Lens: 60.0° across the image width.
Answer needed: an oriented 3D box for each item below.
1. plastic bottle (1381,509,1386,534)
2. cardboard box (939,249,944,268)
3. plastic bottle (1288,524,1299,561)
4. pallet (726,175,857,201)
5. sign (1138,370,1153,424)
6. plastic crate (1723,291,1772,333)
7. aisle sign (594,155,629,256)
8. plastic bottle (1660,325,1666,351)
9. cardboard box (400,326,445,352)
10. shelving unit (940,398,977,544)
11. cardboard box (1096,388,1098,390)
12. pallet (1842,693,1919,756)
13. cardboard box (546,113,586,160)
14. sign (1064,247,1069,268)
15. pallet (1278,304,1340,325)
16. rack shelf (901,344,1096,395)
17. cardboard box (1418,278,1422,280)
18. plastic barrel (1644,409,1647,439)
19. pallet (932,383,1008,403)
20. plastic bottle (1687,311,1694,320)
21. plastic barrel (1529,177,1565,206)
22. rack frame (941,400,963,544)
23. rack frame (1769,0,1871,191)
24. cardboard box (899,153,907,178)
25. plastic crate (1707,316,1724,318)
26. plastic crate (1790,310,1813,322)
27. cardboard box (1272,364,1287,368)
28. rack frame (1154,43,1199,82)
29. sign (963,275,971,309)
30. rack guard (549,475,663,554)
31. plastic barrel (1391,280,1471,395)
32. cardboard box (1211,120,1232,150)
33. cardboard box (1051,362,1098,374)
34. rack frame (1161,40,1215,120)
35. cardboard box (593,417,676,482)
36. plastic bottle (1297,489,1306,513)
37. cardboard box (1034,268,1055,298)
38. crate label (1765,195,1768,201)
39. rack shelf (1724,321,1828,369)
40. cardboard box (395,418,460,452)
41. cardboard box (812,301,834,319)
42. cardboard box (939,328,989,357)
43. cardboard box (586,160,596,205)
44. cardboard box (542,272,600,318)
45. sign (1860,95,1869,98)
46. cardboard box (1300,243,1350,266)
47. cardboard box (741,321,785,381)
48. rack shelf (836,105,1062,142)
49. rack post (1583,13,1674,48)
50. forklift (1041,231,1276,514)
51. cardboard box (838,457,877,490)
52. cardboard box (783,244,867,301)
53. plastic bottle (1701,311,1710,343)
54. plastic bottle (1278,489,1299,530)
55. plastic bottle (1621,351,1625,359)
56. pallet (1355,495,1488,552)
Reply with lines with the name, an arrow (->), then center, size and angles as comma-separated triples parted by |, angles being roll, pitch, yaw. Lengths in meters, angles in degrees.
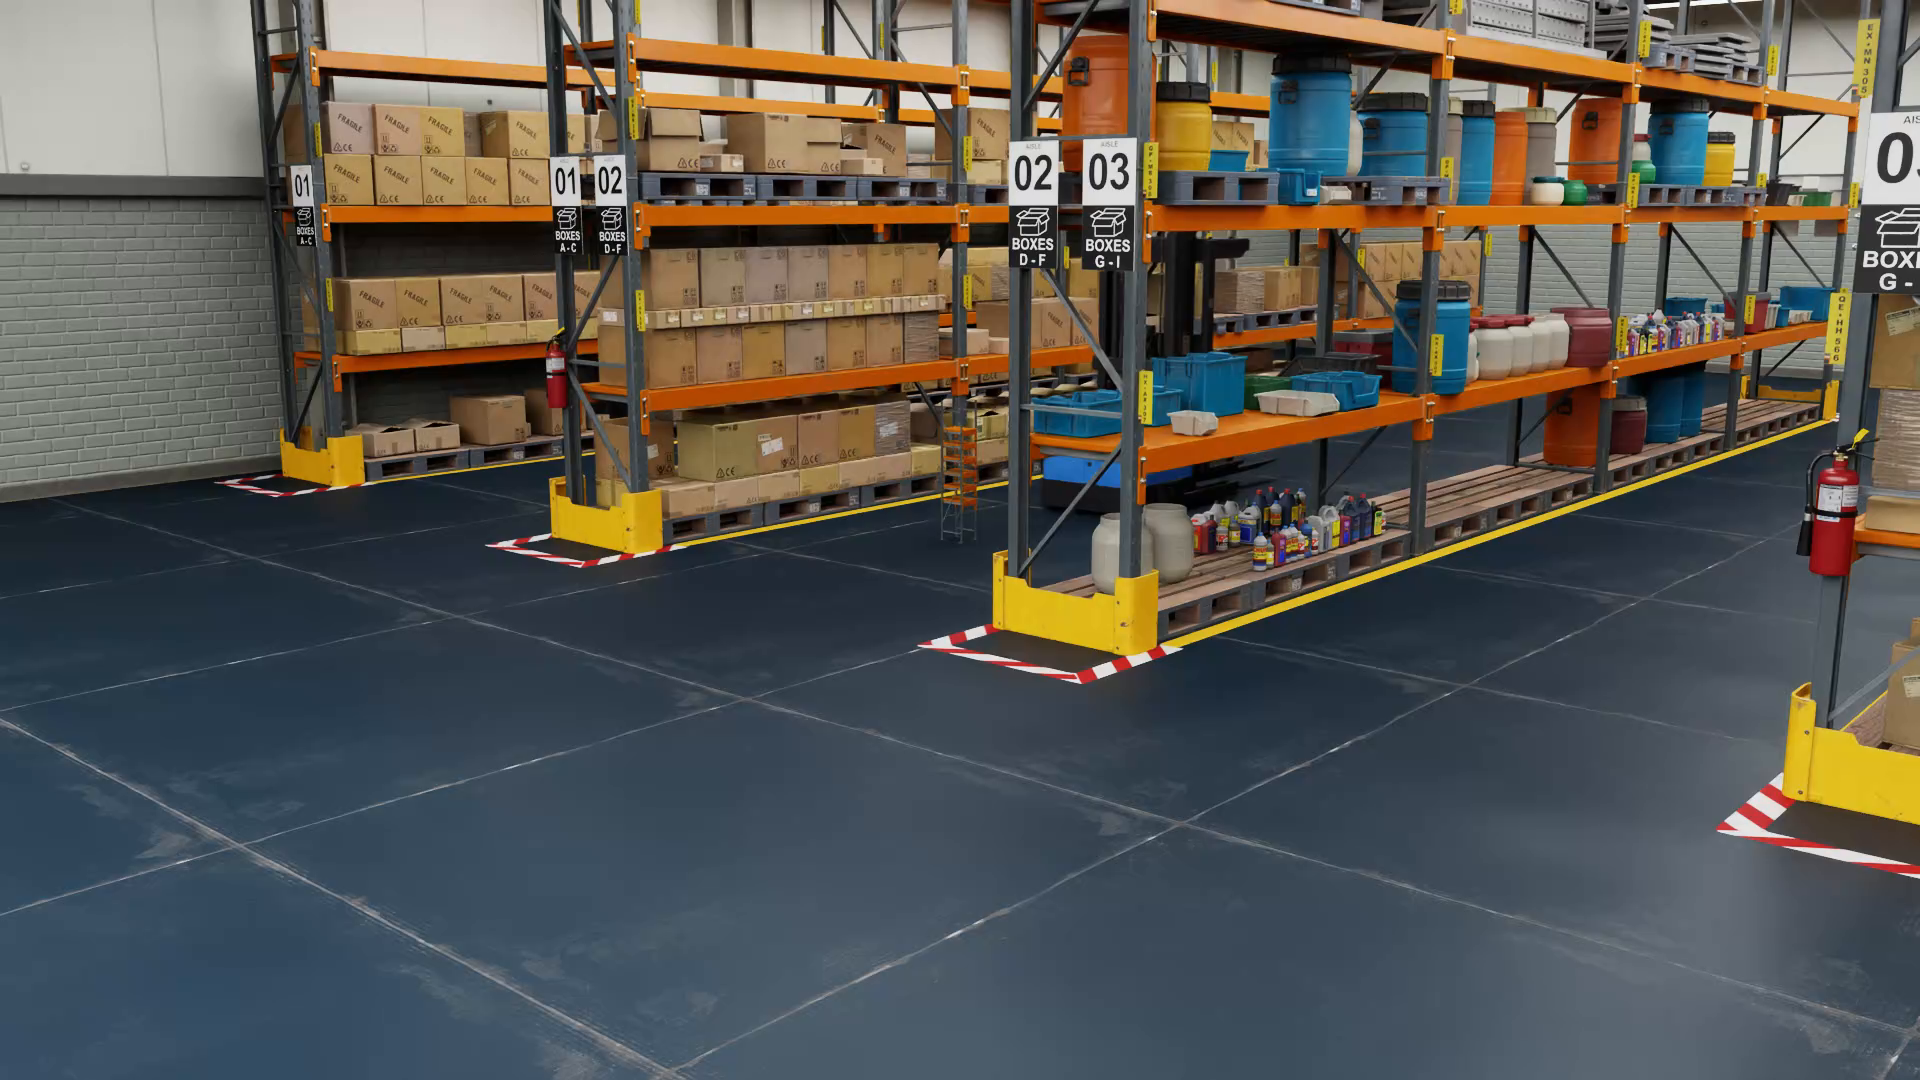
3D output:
plastic bottle -> 3.368, -0.154, 13.343 | 0.097, 0.201, 0.097 | 0, 11, 0
cardboard box -> -0.580, -3.958, 23.390 | 0.500, 0.250, 0.500 | 9, 15, 40
plastic bottle -> 2.456, 0.015, 12.319 | 0.097, 0.271, 0.097 | 0, 11, 0
pallet -> -1.694, -3.165, 14.966 | 1.003, 0.211, 1.213 | 10, 15, 40
sign -> 1.144, -0.879, 10.248 | 0.100, 0.325, 0.005 | 10, 15, 40
plastic crate -> 9.432, -2.741, 19.957 | 0.402, 0.464, 0.583 | 10, 15, 40
aisle sign -> -2.798, -2.682, 13.343 | 0.394, 0.787, 0.004 | 10, 15, 40
plastic bottle -> 7.402, -2.135, 17.568 | 0.097, 0.271, 0.097 | 0, 11, 0
cardboard box -> -5.816, -2.141, 17.606 | 0.500, 0.250, 0.500 | 9, 15, 39
shelving unit -> -0.010, -0.586, 14.083 | 0.258, 1.200, 0.189 | 10, 15, 40
cardboard box -> 1.797, -1.580, 18.978 | 0.500, 0.311, 0.500 | 9, 15, 39
pallet -> 5.067, 1.066, 8.333 | 1.003, 0.211, 1.213 | 10, 15, 40
cardboard box -> -4.551, -4.514, 18.633 | 0.500, 0.500, 0.500 | 11, 16, 43
sign -> 1.627, -4.322, 25.437 | 0.100, 0.325, 0.005 | 10, 15, 40
pallet -> 4.327, -3.024, 22.184 | 1.003, 0.211, 1.213 | 10, 15, 40
rack shelf -> 0.976, -1.986, 18.334 | 1.077, 0.370, 4.000 | 10, 15, 40
cardboard box -> 6.479, -3.535, 23.994 | 0.500, 0.500, 0.500 | 9, 15, 40
plastic barrel -> 7.375, -1.313, 18.407 | 0.421, 0.512, 0.421 | 0, 11, 0
pallet -> -0.045, -2.191, 24.640 | 1.003, 0.211, 1.213 | 10, 15, 40
plastic bottle -> 8.185, -2.398, 18.683 | 0.144, 0.351, 0.185 | 10, 15, 40
plastic barrel -> 5.350, -3.178, 15.160 | 0.301, 0.262, 0.301 | 0, 11, 0
rack frame -> -0.070, -0.573, 14.016 | 0.240, 1.200, 0.006 | 10, 15, 40
rack frame -> 11.295, -6.111, 21.833 | 1.000, 3.000, 0.127 | 10, 15, 40
cardboard box -> -1.157, -5.086, 22.982 | 0.700, 0.500, 0.500 | 8, 14, 36
plastic crate -> 9.192, -2.675, 20.494 | 0.437, 0.125, 0.590 | 10, 15, 40
plastic crate -> 10.893, -2.926, 21.723 | 0.396, 0.136, 0.243 | 10, 15, 40
cardboard box -> 4.090, -2.092, 22.286 | 0.500, 0.500, 0.500 | 10, 15, 41
rack frame -> 2.296, -5.575, 19.149 | 1.000, 3.000, 0.127 | 10, 15, 40
sign -> 0.073, -2.437, 16.340 | 0.100, 0.325, 0.005 | 10, 15, 40
rack guard -> -3.001, -0.227, 14.071 | 1.175, 0.500, 0.348 | 10, 15, 40
plastic barrel -> 3.856, -1.667, 13.621 | 0.600, 0.901, 0.708 | 10, 15, 40
cardboard box -> 2.925, -4.782, 20.028 | 0.500, 0.500, 0.500 | 10, 15, 40
cardboard box -> 1.783, -2.939, 26.575 | 0.700, 0.500, 0.500 | 10, 15, 41
rack frame -> 3.853, -7.392, 28.246 | 1.000, 3.000, 0.127 | 10, 15, 40
cardboard box -> -2.855, -0.799, 14.586 | 0.500, 0.500, 0.500 | 10, 15, 40
plastic bottle -> 2.834, -0.291, 13.854 | 0.097, 0.271, 0.097 | 0, 11, 0
cardboard box -> 1.097, -3.966, 25.343 | 0.500, 0.500, 0.500 | 9, 15, 39
crate label -> 9.195, -3.957, 19.380 | 0.293, 0.136, 0.466 | 10, 15, 40
rack shelf -> 9.975, -2.522, 21.018 | 1.077, 0.370, 4.000 | 10, 15, 40
cardboard box -> -5.808, -1.167, 18.139 | 0.500, 0.311, 0.500 | -11, 15, -43
cardboard box -> -1.376, -2.118, 15.246 | 0.380, 0.149, 0.250 | 10, 15, 42
cardboard box -> -0.053, -2.049, 17.196 | 0.500, 0.250, 0.500 | 11, 16, 44
cardboard box -> -4.218, -4.108, 19.155 | 0.500, 0.500, 0.500 | 10, 15, 42
cardboard box -> -4.473, -2.805, 19.014 | 0.500, 0.500, 0.500 | 10, 15, 40
sign -> 11.719, -5.884, 21.520 | 0.100, 0.325, 0.005 | 10, 15, 40
cardboard box -> 5.076, -3.869, 23.116 | 0.500, 0.500, 0.500 | 10, 15, 41
cardboard box -> -1.992, -1.723, 14.922 | 0.700, 0.500, 0.500 | 10, 15, 41
rack shelf -> -0.108, -5.960, 23.936 | 1.077, 0.370, 4.000 | 10, 15, 40
rack post -> 6.462, -5.009, 16.508 | 0.954, 0.300, 0.937 | 10, 15, 40
forklift -> 2.079, -1.873, 16.105 | 1.130, 2.935, 3.031 | 9, 14, 38
cardboard box -> -1.143, -0.658, 15.796 | 0.500, 0.250, 0.500 | 10, 15, 40
cardboard box -> -1.297, -2.516, 15.581 | 0.700, 0.500, 0.500 | 10, 15, 40
plastic bottle -> 8.294, -2.379, 18.590 | 0.144, 0.351, 0.185 | 10, 15, 40
plastic bottle -> 2.637, -0.237, 13.378 | 0.144, 0.351, 0.185 | 10, 15, 40
plastic bottle -> 6.640, -1.965, 16.717 | 0.097, 0.271, 0.097 | 0, 11, 0
pallet -> 3.863, -0.157, 14.458 | 1.003, 0.211, 1.213 | 10, 15, 40
